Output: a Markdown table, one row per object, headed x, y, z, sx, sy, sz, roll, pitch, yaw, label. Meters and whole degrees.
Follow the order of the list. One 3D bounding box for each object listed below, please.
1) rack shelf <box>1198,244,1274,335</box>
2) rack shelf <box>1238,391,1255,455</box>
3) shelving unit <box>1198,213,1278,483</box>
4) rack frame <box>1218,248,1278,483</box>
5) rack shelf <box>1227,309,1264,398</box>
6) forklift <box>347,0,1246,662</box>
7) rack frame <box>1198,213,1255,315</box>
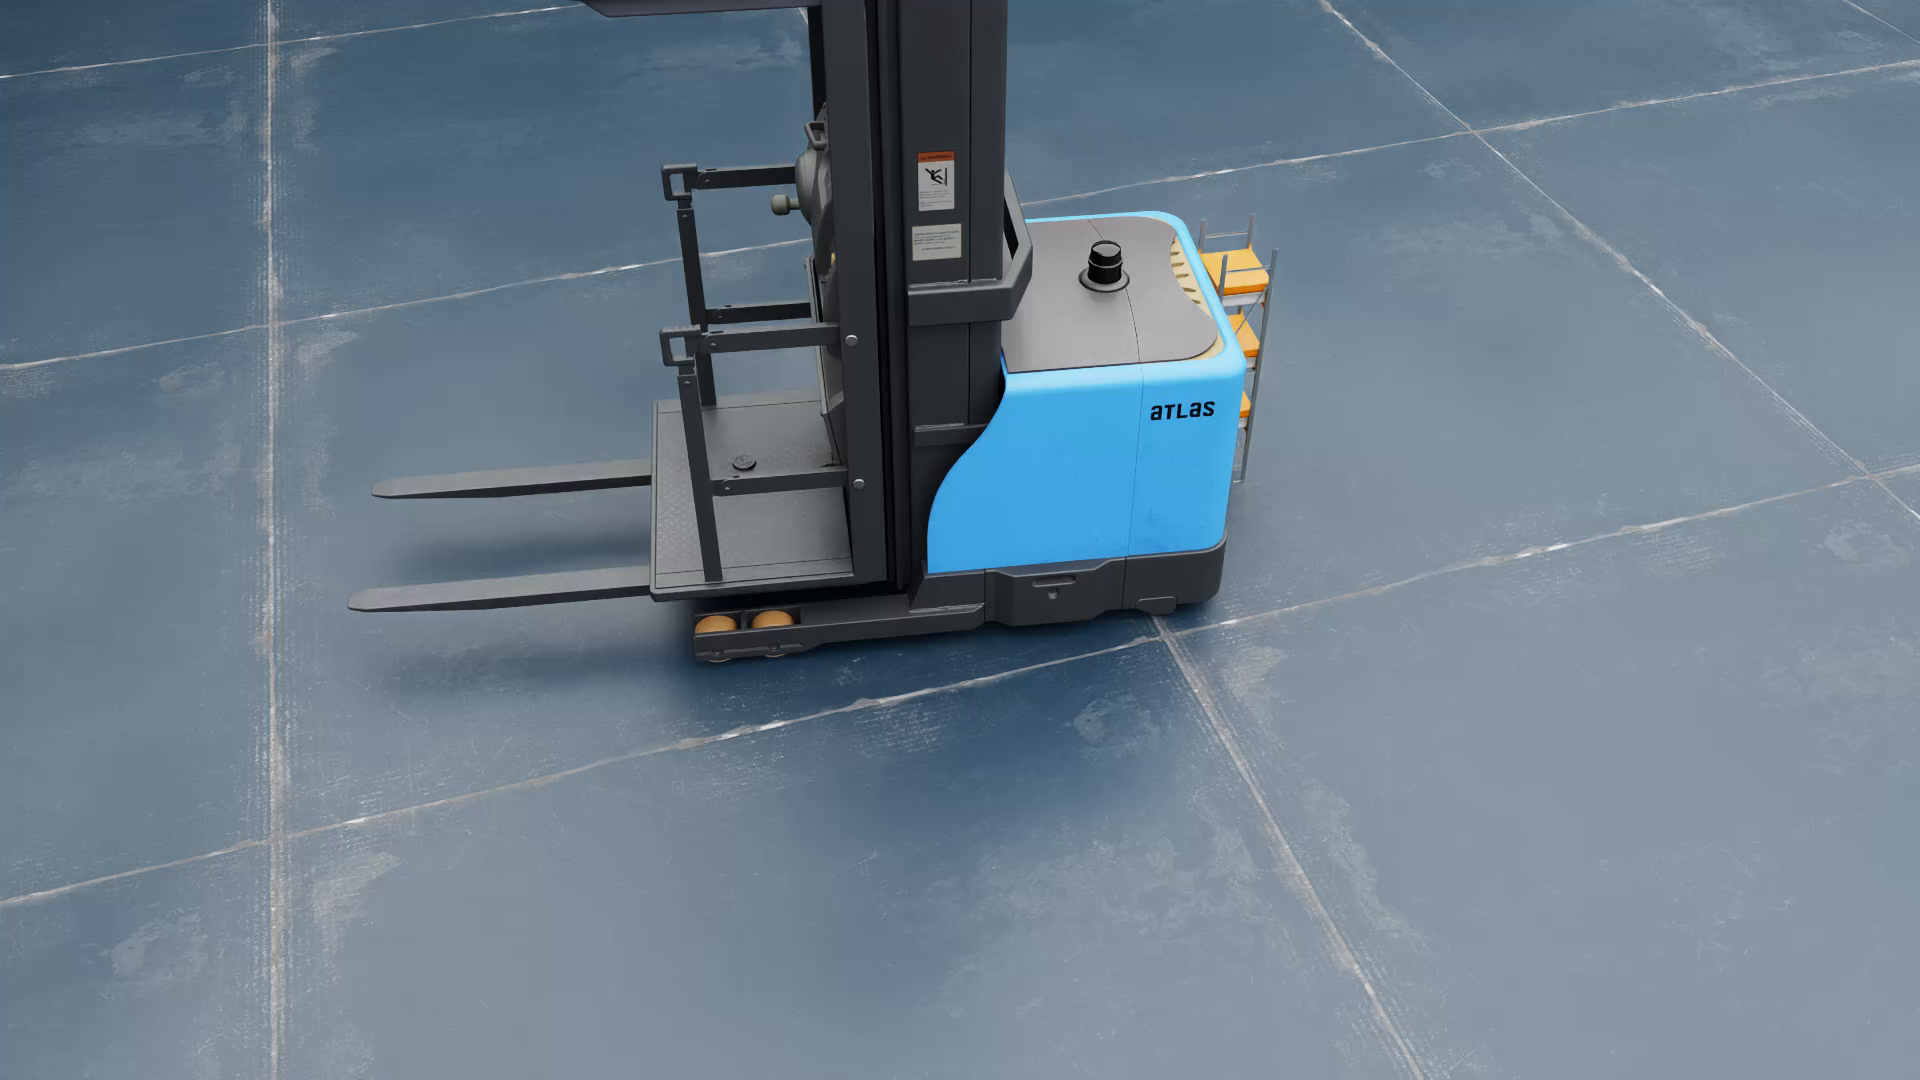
| x | y | z | sx | sy | sz | roll | pitch | yaw | label |
| --- | --- | --- | --- | --- | --- | --- | --- | --- | --- |
| 0.990 | -0.895 | 6.062 | 0.215 | 0.259 | 0.240 | -8 | 42 | -9 | rack shelf |
| 0.990 | -0.472 | 6.431 | 0.215 | 0.259 | 0.240 | -8 | 42 | -9 | rack shelf |
| 0.990 | -0.690 | 6.241 | 0.215 | 1.050 | 0.252 | -8 | 42 | -9 | shelving unit |
| 1.015 | -0.611 | 6.151 | 0.200 | 1.050 | 0.008 | -8 | 42 | -9 | rack frame |
| 0.990 | -0.682 | 6.248 | 0.215 | 0.259 | 0.240 | -8 | 42 | -9 | rack shelf |
| -0.624 | -1.050 | 5.225 | 3.031 | 2.935 | 1.130 | -5 | 41 | -6 | forklift |
| 0.966 | -0.768 | 6.331 | 0.200 | 1.050 | 0.008 | -8 | 42 | -9 | rack frame |
